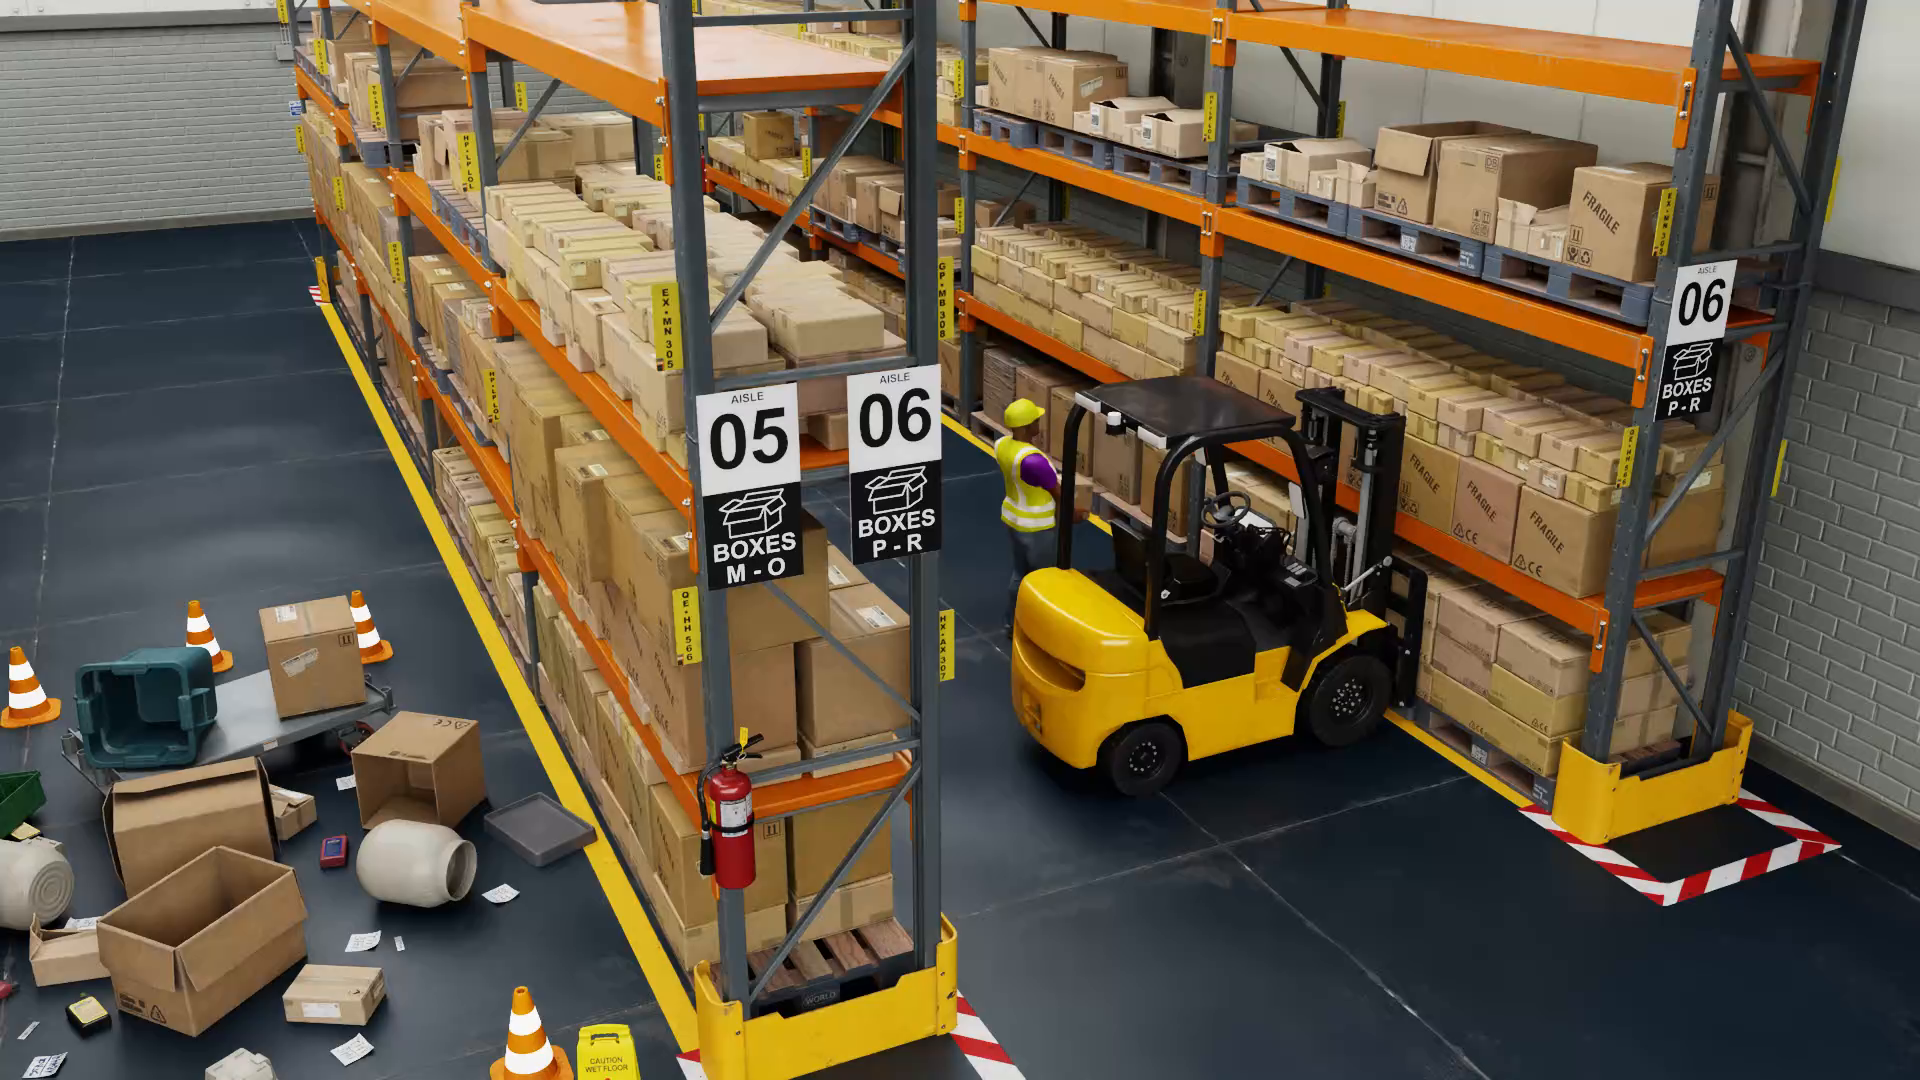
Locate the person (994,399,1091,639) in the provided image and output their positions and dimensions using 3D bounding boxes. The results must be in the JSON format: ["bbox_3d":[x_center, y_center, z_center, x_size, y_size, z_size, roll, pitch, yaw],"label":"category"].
[{"bbox_3d":[0.557,-0.130,11.320,0.587,1.761,0.503,-10,24,-23],"label":"person"}]
